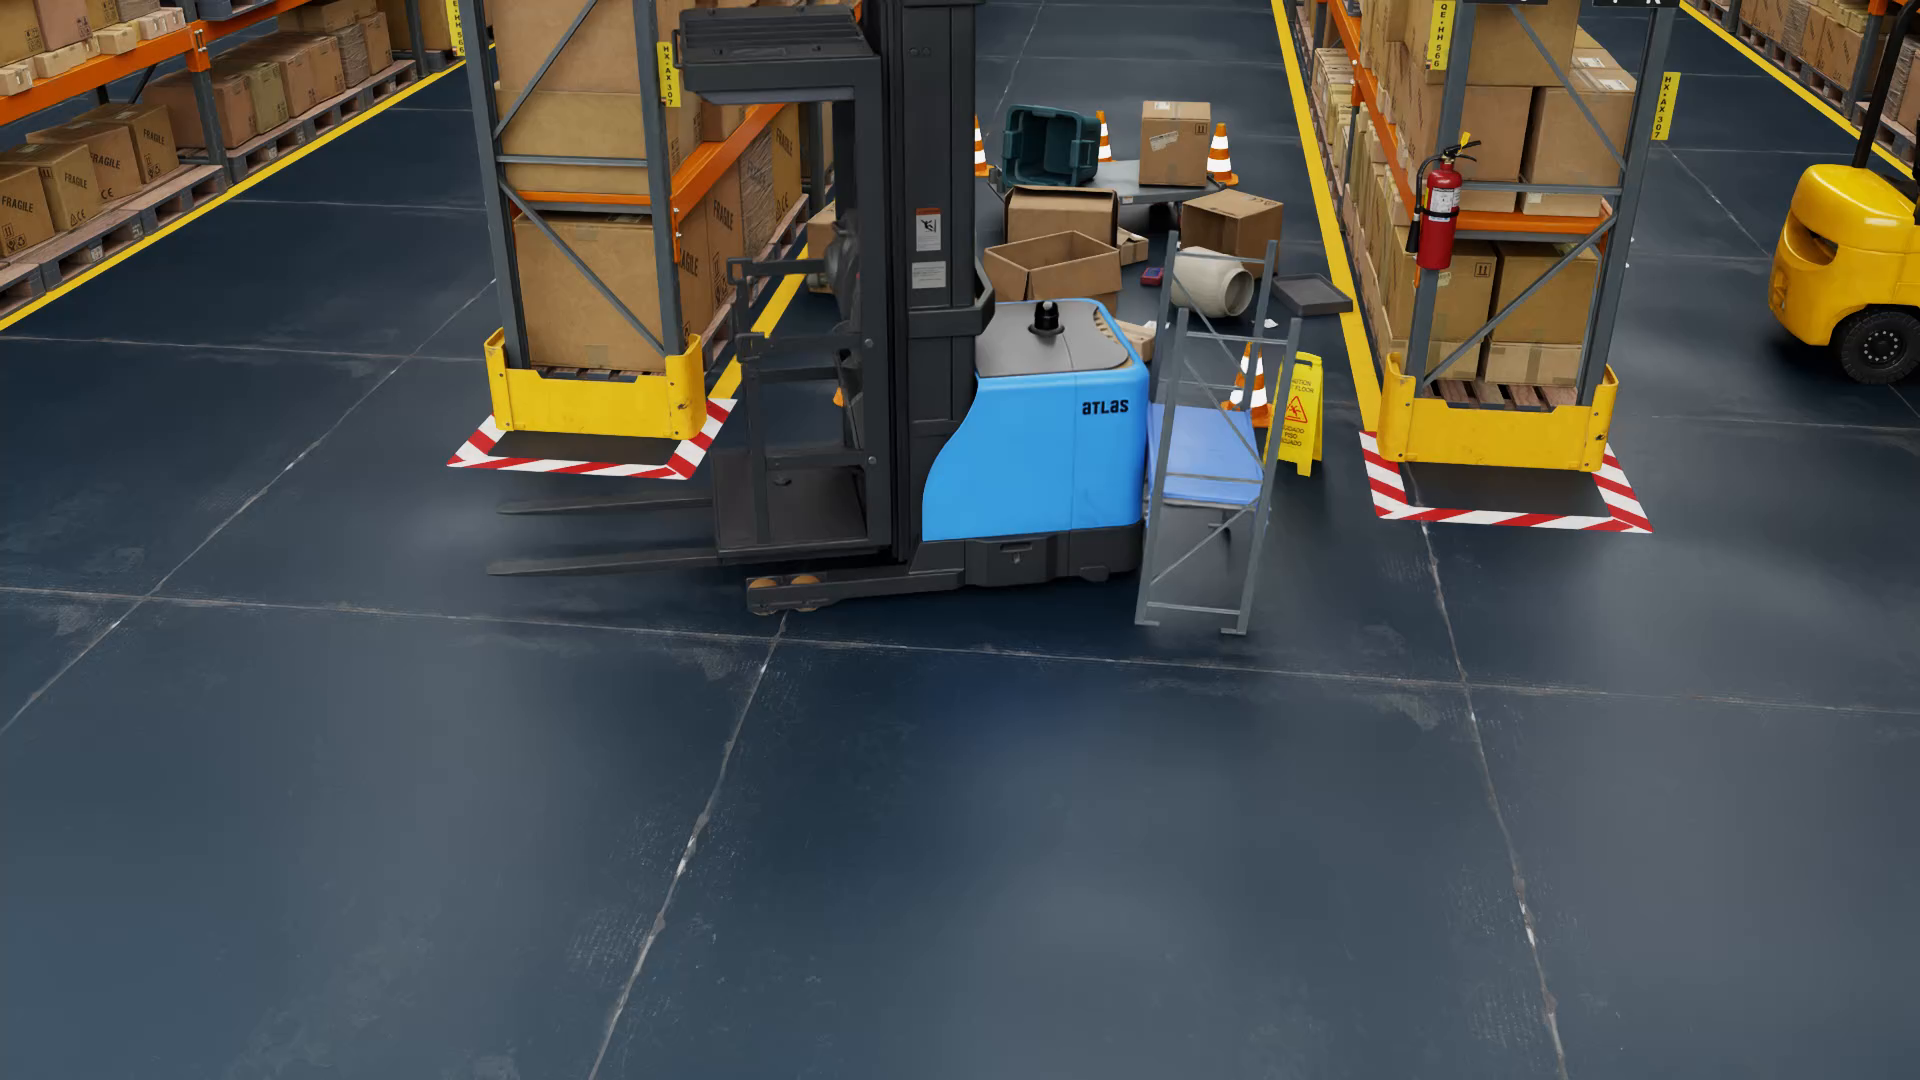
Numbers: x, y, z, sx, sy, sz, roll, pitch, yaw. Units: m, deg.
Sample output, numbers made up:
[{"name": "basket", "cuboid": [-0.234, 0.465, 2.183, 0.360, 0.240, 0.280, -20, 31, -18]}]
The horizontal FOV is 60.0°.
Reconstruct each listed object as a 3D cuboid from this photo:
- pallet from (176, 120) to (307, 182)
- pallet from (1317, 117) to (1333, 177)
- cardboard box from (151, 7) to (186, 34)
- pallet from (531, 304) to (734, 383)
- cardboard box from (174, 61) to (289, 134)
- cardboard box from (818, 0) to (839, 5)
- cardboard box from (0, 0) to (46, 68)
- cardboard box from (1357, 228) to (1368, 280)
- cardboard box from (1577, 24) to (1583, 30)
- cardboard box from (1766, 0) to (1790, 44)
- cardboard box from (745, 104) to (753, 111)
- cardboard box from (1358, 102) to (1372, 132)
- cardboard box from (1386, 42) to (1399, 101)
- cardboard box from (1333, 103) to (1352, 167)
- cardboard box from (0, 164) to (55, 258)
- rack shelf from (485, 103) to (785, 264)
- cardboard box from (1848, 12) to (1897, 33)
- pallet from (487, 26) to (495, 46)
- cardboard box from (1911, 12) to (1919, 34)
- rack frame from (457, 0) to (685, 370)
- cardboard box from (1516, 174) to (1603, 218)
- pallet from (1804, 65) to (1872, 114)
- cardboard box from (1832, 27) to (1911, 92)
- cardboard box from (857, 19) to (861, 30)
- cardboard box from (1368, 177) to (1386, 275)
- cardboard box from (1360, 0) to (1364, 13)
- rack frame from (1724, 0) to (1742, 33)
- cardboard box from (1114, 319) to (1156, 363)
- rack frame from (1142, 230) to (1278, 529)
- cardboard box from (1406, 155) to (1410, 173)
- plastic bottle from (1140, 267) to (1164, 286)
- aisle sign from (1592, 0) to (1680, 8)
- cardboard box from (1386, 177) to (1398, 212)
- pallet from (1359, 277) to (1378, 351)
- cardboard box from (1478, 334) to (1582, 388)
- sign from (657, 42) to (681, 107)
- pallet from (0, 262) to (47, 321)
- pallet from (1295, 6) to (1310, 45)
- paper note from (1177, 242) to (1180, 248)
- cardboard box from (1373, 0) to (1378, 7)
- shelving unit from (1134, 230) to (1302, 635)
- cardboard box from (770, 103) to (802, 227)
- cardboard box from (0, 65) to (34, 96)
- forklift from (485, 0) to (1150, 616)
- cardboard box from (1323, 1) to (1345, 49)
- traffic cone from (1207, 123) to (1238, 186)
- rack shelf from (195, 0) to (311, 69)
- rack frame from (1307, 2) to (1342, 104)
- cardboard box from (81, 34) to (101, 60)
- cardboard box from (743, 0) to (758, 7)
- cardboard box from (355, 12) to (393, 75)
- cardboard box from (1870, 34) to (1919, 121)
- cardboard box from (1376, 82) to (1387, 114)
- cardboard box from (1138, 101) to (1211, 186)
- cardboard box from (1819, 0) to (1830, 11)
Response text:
[{"name": "pallet", "cuboid": [-6.367, -3.360, 14.264, 1.003, 0.211, 1.213, 3, 28, 6]}, {"name": "pallet", "cuboid": [3.615, -3.360, 14.264, 1.003, 0.211, 1.213, 3, 28, 6]}, {"name": "cardboard box", "cuboid": [-6.195, -3.992, 12.762, 0.380, 0.149, 0.250, 3, 28, 6]}, {"name": "pallet", "cuboid": [-2.020, -1.155, 10.172, 1.003, 0.211, 1.213, 3, 28, 6]}, {"name": "cardboard box", "cuboid": [-6.287, -3.825, 14.359, 0.700, 0.500, 0.500, 3, 28, 6]}, {"name": "cardboard box", "cuboid": [-1.219, -4.161, 12.705, 0.500, 0.500, 0.500, 4, 29, 7]}, {"name": "cardboard box", "cuboid": [-6.737, -3.480, 11.128, 0.875, 0.500, 0.500, 3, 28, 6]}, {"name": "cardboard box", "cuboid": [2.918, -1.855, 10.988, 0.500, 0.250, 0.500, 3, 28, 6]}, {"name": "cardboard box", "cuboid": [3.393, -2.868, 9.991, 0.500, 0.500, 0.500, 3, 28, 5]}, {"name": "cardboard box", "cuboid": [8.878, -5.508, 17.504, 0.500, 0.500, 0.500, 3, 28, 5]}, {"name": "cardboard box", "cuboid": [-1.777, -3.014, 10.523, 0.875, 0.550, 0.500, 3, 28, 6]}, {"name": "cardboard box", "cuboid": [2.959, -2.918, 11.485, 0.380, 0.149, 0.250, 4, 29, 7]}, {"name": "cardboard box", "cuboid": [2.889, -2.917, 10.082, 0.500, 0.500, 0.500, 4, 29, 7]}, {"name": "cardboard box", "cuboid": [3.521, -3.259, 13.464, 0.950, 0.372, 0.625, 5, 29, 9]}, {"name": "cardboard box", "cuboid": [-6.723, -2.292, 11.535, 0.500, 0.500, 0.500, 6, 29, 11]}, {"name": "rack shelf", "cuboid": [-1.796, -2.627, 10.722, 1.077, 0.370, 4.000, 3, 28, 6]}, {"name": "cardboard box", "cuboid": [8.600, -4.858, 15.614, 0.380, 0.149, 0.250, 2, 28, 4]}, {"name": "pallet", "cuboid": [-5.647, -5.815, 18.822, 1.003, 0.211, 1.213, 3, 28, 6]}, {"name": "cardboard box", "cuboid": [9.165, -4.838, 15.577, 0.380, 0.149, 0.250, 5, 29, 9]}, {"name": "rack frame", "cuboid": [-2.041, -2.002, 8.804, 1.000, 3.000, 0.127, 3, 28, 6]}, {"name": "cardboard box", "cuboid": [3.131, -1.799, 8.692, 0.380, 0.149, 0.250, 3, 29, 6]}, {"name": "pallet", "cuboid": [8.920, -4.363, 16.125, 1.003, 0.211, 1.213, 3, 28, 6]}, {"name": "cardboard box", "cuboid": [8.630, -4.537, 15.702, 0.500, 0.500, 0.500, 4, 29, 8]}, {"name": "cardboard box", "cuboid": [-1.328, -4.269, 14.941, 1.050, 0.750, 0.750, 4, 29, 7]}, {"name": "cardboard box", "cuboid": [2.853, -1.942, 10.357, 0.500, 0.500, 0.500, 3, 28, 5]}, {"name": "cardboard box", "cuboid": [3.164, -3.977, 12.292, 0.380, 0.149, 0.250, 4, 29, 7]}, {"name": "rack frame", "cuboid": [9.281, -7.124, 18.311, 1.000, 3.000, 0.127, 3, 28, 6]}, {"name": "cardboard box", "cuboid": [1.040, -1.241, 10.397, 0.380, 0.149, 0.250, 20, 34, 32]}, {"name": "rack frame", "cuboid": [1.160, -0.743, 8.010, 0.500, 1.500, 0.032, 6, 29, 2]}, {"name": "cardboard box", "cuboid": [2.692, -2.085, 9.222, 0.380, 0.149, 0.250, 3, 28, 5]}, {"name": "plastic bottle", "cuboid": [1.355, -1.853, 11.625, 0.133, 0.061, 0.283, 8, 29, 15]}, {"name": "aisle sign", "cuboid": [3.184, -2.859, 7.654, 0.394, 0.787, 0.004, 3, 28, 6]}, {"name": "cardboard box", "cuboid": [2.736, -2.039, 9.854, 0.380, 0.149, 0.250, 4, 29, 7]}, {"name": "pallet", "cuboid": [3.180, -1.523, 10.855, 1.003, 0.211, 1.213, 3, 28, 6]}, {"name": "cardboard box", "cuboid": [3.258, -1.100, 9.585, 0.500, 0.250, 0.500, 3, 28, 6]}, {"name": "sign", "cuboid": [-1.491, -2.383, 8.514, 0.100, 0.325, 0.005, 3, 28, 6]}, {"name": "pallet", "cuboid": [-6.807, -1.526, 10.861, 1.003, 0.211, 1.213, 3, 28, 6]}, {"name": "pallet", "cuboid": [4.335, -5.815, 18.822, 1.003, 0.211, 1.213, 3, 28, 6]}, {"name": "paper note", "cuboid": [1.616, -2.187, 12.278, 0.148, 0.019, 0.142, 3, 28, 6]}, {"name": "cardboard box", "cuboid": [2.933, -3.592, 10.281, 0.700, 0.500, 0.500, 3, 28, 5]}, {"name": "shelving unit", "cuboid": [1.123, -0.502, 7.564, 0.538, 1.500, 1.048, 6, 29, 2]}, {"name": "cardboard box", "cuboid": [-1.697, -2.842, 12.161, 0.875, 0.875, 0.875, 4, 29, 7]}, {"name": "cardboard box", "cuboid": [-6.399, -3.048, 11.010, 0.380, 0.149, 0.250, 3, 28, 6]}, {"name": "forklift", "cuboid": [-0.700, -1.215, 7.414, 3.031, 2.935, 1.130, -4, 29, -8]}, {"name": "cardboard box", "cuboid": [4.032, -5.097, 16.347, 0.875, 0.875, 0.875, 3, 28, 6]}, {"name": "traffic cone", "cuboid": [2.137, -3.193, 13.689, 0.336, 0.463, 0.334, 3, 28, 6]}, {"name": "rack shelf", "cuboid": [-6.216, -4.845, 14.840, 1.077, 0.370, 4.000, 3, 28, 6]}, {"name": "rack frame", "cuboid": [3.865, -5.528, 15.348, 1.000, 3.000, 0.127, 3, 28, 6]}, {"name": "cardboard box", "cuboid": [-6.407, -3.526, 11.898, 0.380, 0.149, 0.250, 3, 28, 6]}, {"name": "cardboard box", "cuboid": [-1.785, -3.743, 10.738, 0.875, 0.550, 0.550, 3, 28, 6]}, {"name": "cardboard box", "cuboid": [-6.033, -4.880, 16.318, 0.700, 0.500, 0.500, 2, 28, 4]}, {"name": "cardboard box", "cuboid": [8.701, -4.088, 14.736, 0.875, 0.625, 0.625, 4, 29, 8]}, {"name": "cardboard box", "cuboid": [2.852, -2.803, 10.555, 0.380, 0.149, 0.250, 3, 29, 6]}, {"name": "cardboard box", "cuboid": [1.604, -2.967, 12.432, 0.500, 0.500, 0.500, 3, 28, 6]}, {"name": "cardboard box", "cuboid": [8.787, -5.349, 16.525, 0.380, 0.149, 0.250, 3, 28, 5]}]
